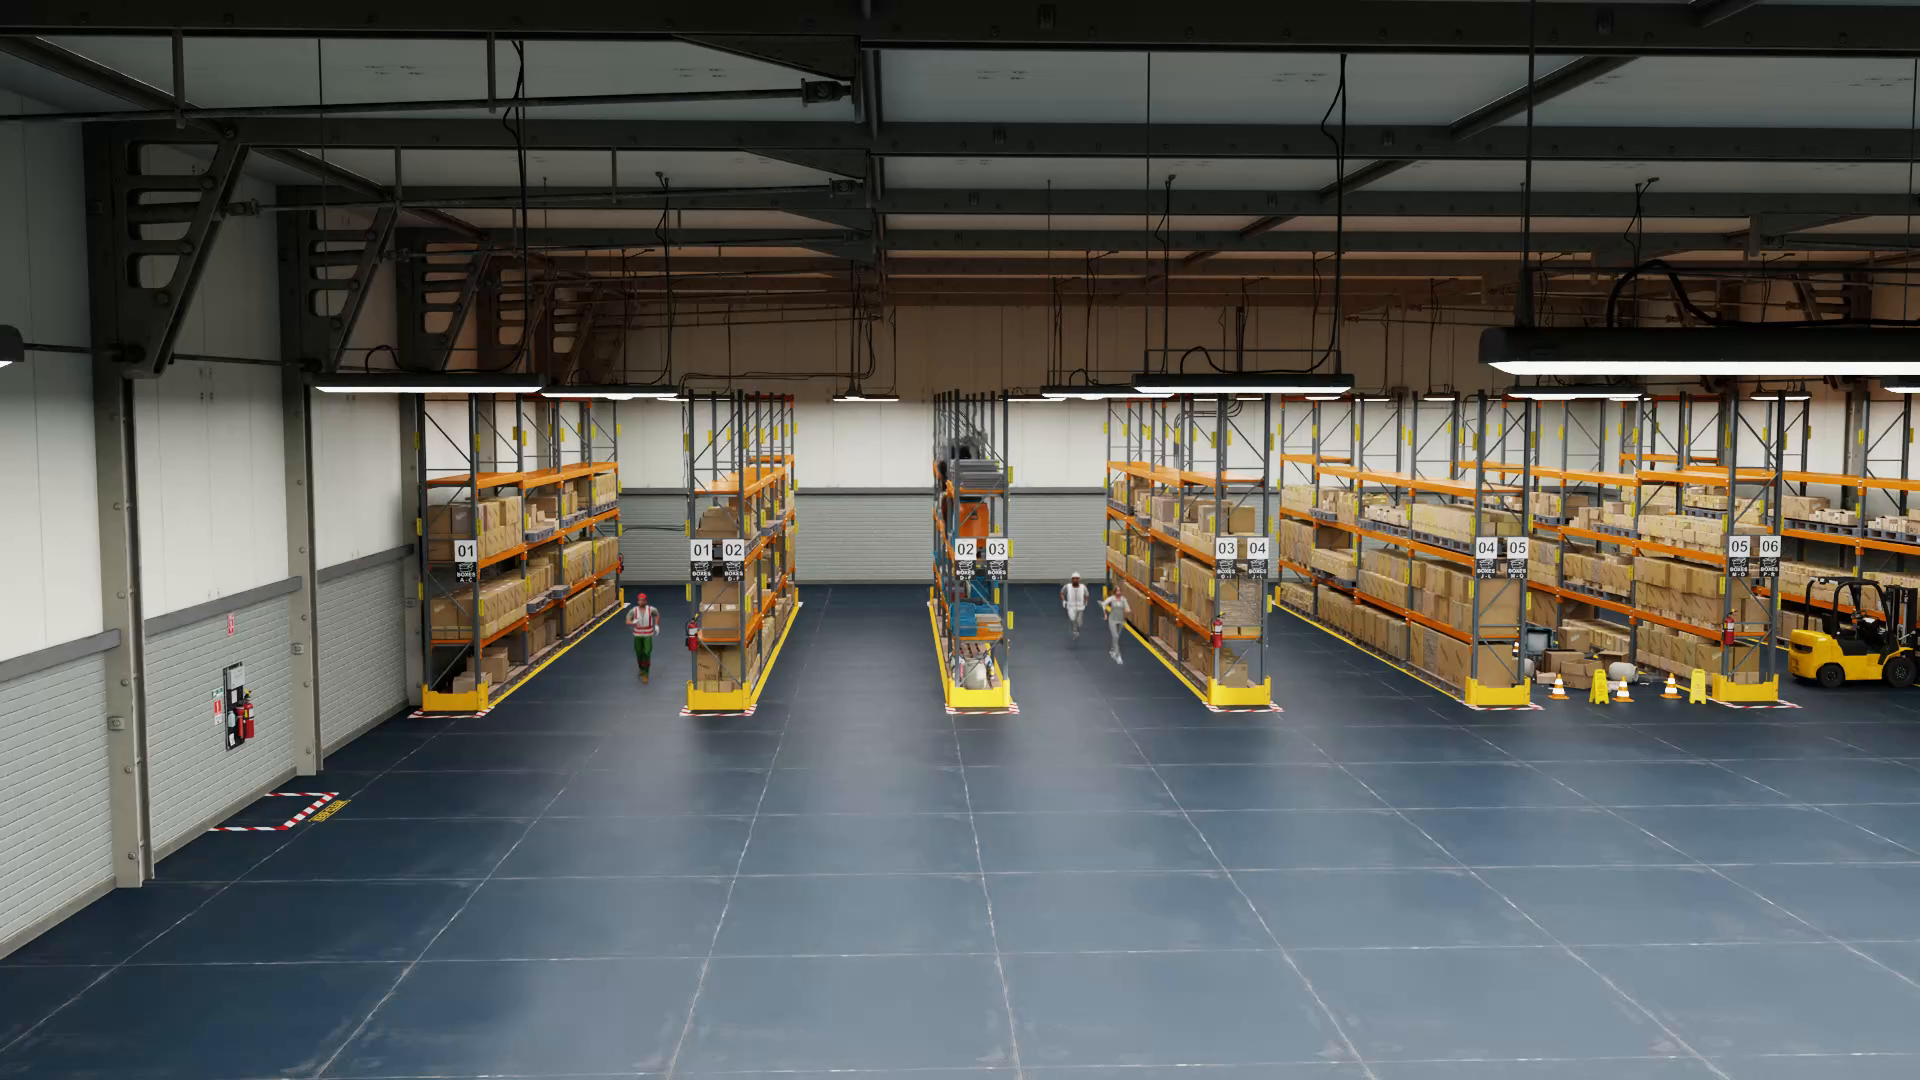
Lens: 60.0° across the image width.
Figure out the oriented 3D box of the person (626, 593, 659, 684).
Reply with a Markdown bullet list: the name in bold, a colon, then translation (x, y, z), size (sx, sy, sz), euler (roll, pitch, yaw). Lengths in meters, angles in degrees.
- **person**: translation (-6.570, 2.002, 34.400), size (0.660, 1.823, 0.903), euler (0, 5, -6)

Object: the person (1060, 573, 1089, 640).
- **person**: translation (2.713, 1.582, 39.190), size (0.682, 1.645, 0.940), euler (0, 5, -5)

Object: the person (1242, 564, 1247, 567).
- **person**: translation (7.494, 1.197, 44.799), size (0.687, 1.802, 0.748), euler (-1, 5, -6)

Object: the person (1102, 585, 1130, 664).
- **person**: translation (3.295, 1.754, 34.954), size (0.520, 1.622, 0.787), euler (-1, 5, -16)
